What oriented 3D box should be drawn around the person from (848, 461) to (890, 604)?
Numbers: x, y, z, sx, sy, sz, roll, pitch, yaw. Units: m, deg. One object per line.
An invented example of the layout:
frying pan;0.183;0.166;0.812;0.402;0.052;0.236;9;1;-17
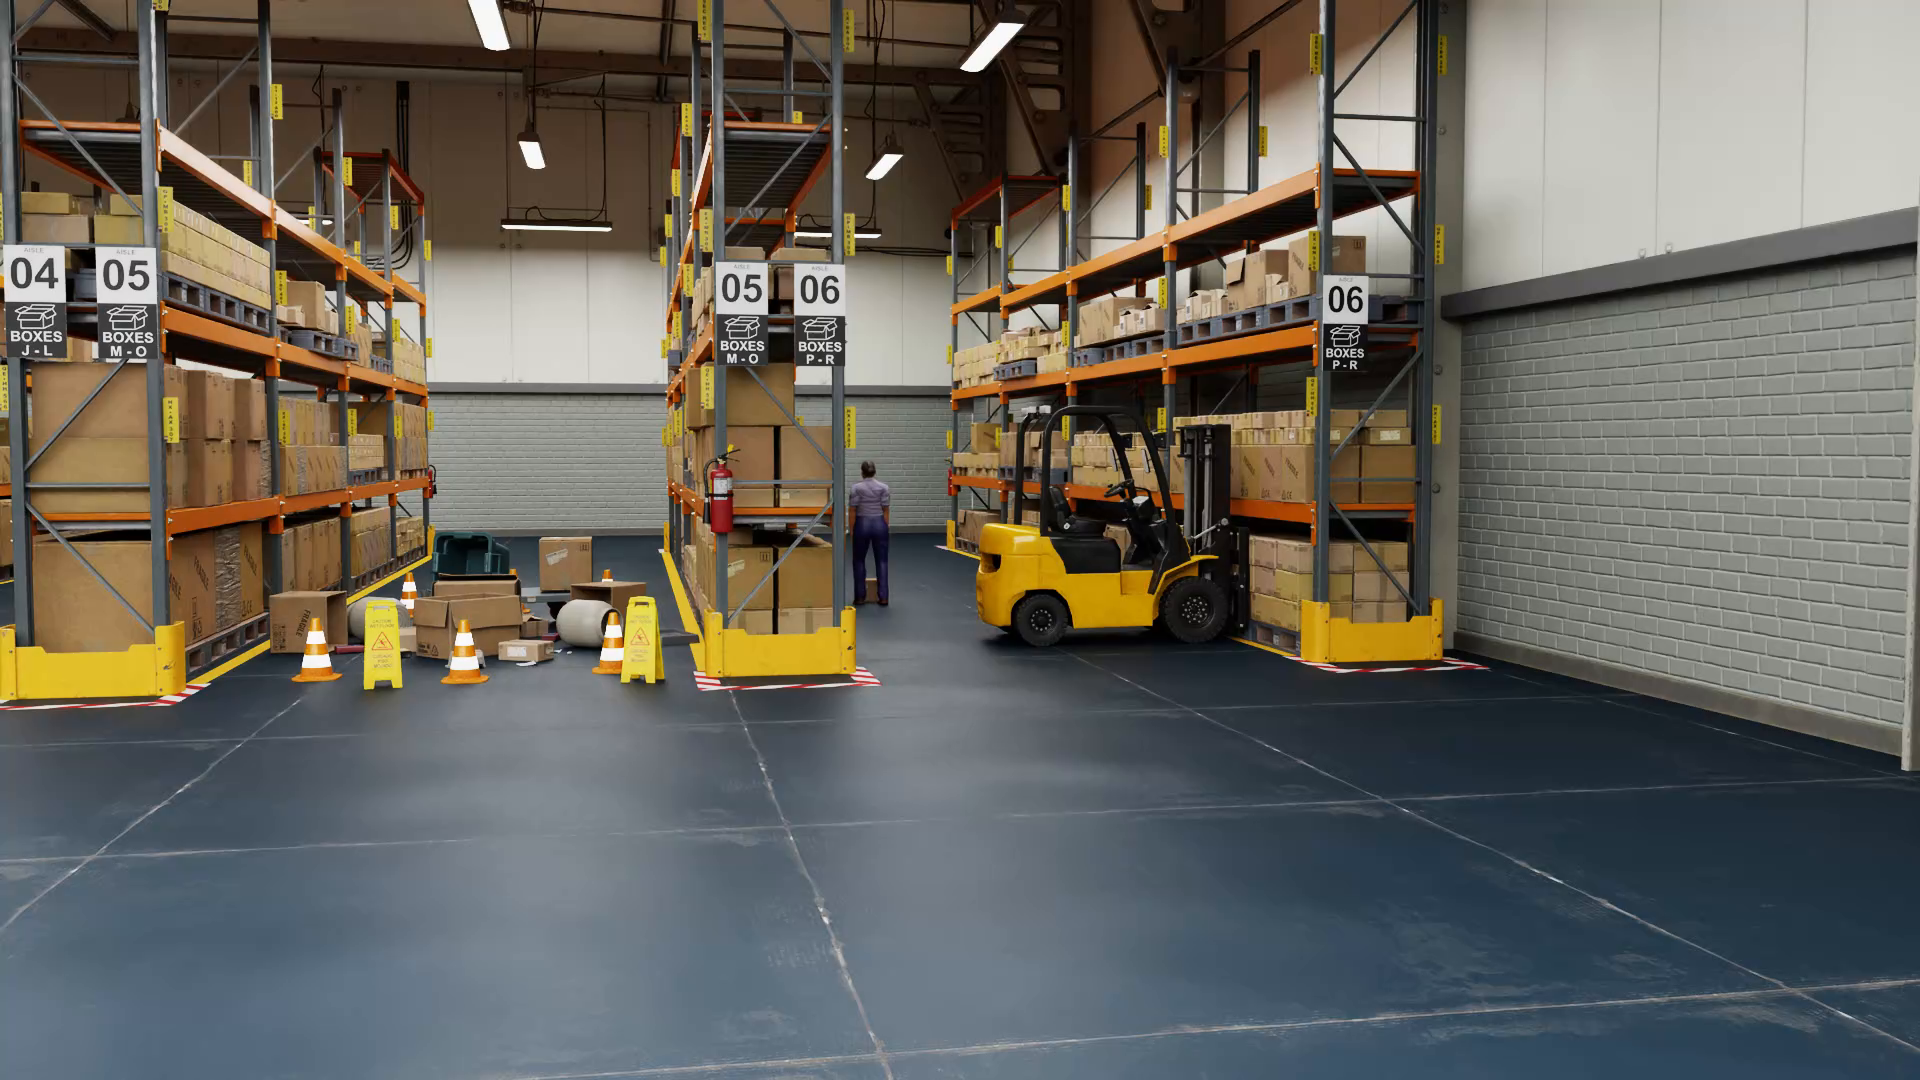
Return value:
person;-1.037;-0.073;18.888;0.472;1.631;0.340;-1;3;-10
